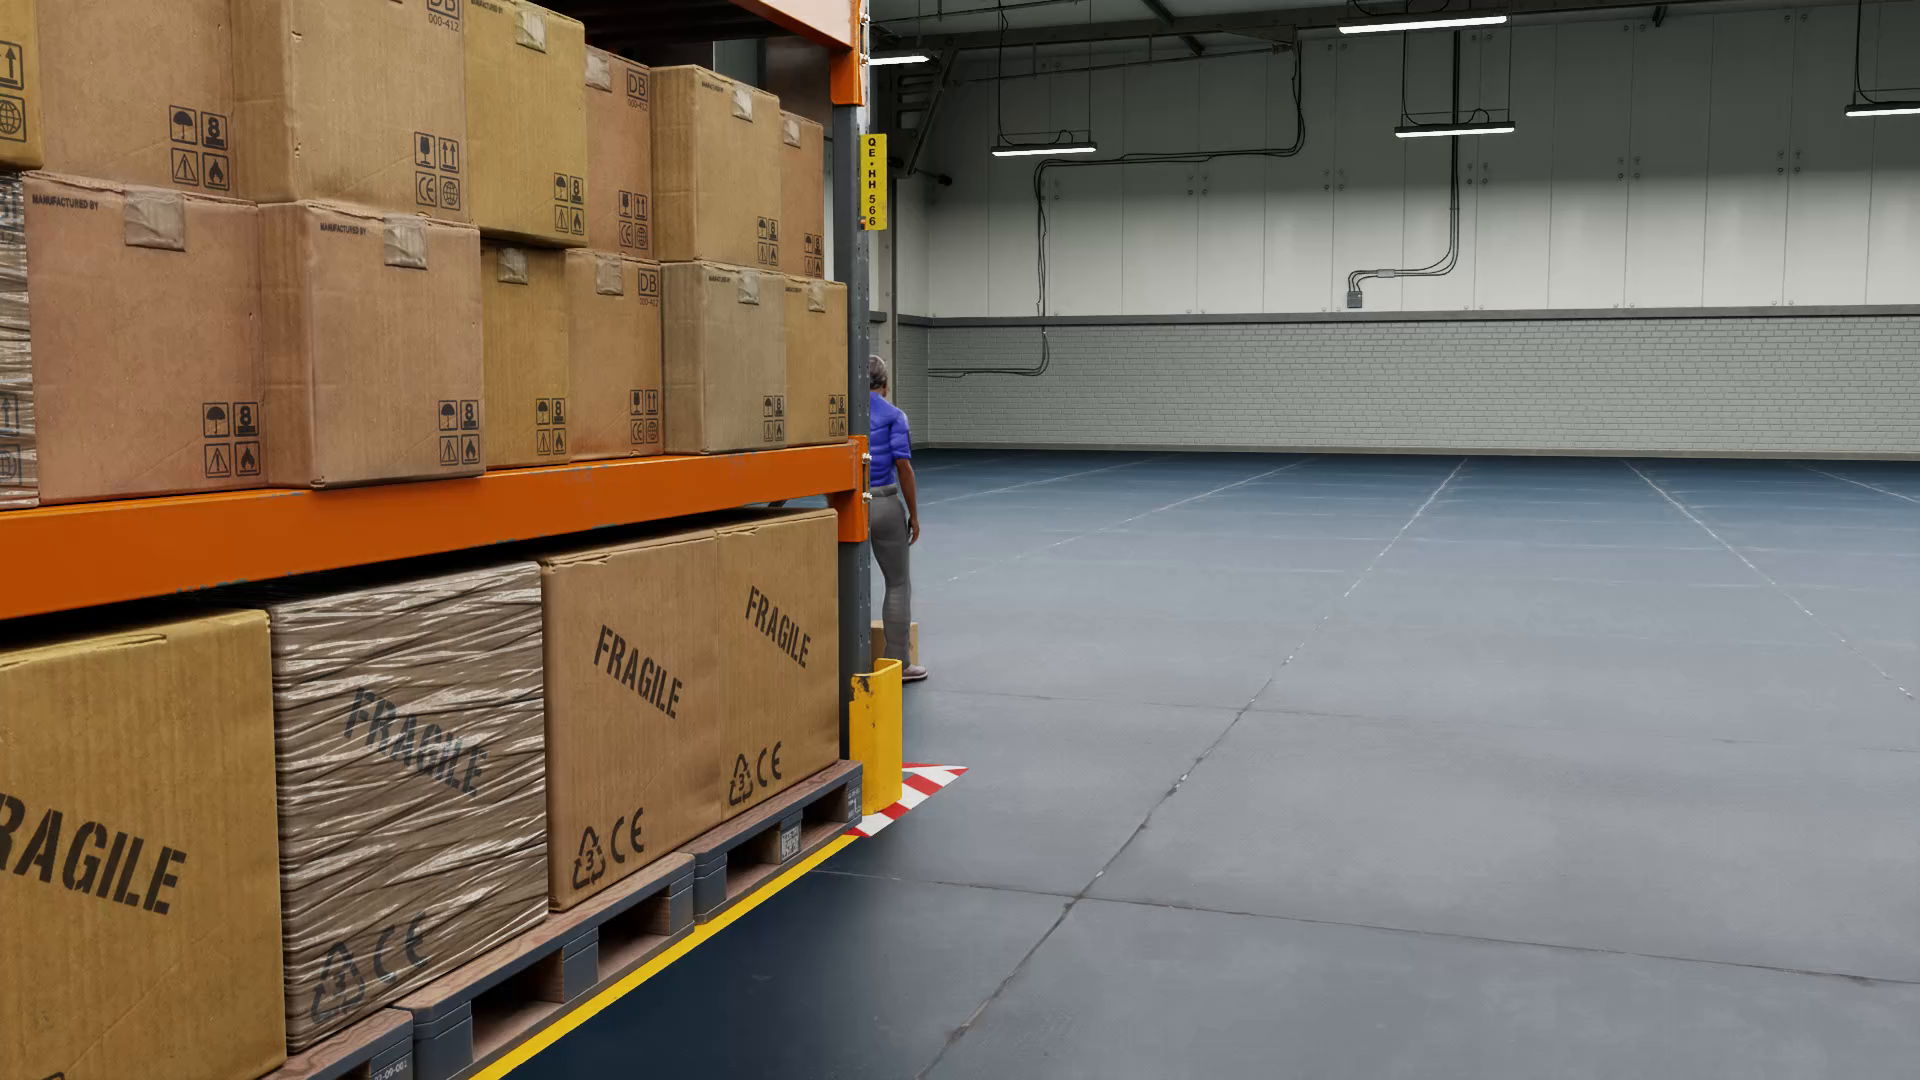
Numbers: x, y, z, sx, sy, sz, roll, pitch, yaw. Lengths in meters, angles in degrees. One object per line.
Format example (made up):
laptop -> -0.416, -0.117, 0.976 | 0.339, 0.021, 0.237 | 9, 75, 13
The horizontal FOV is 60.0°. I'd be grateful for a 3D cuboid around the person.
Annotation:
person -> -0.442, -0.110, 8.453 | 0.507, 1.655, 0.347 | 2, 6, 19
